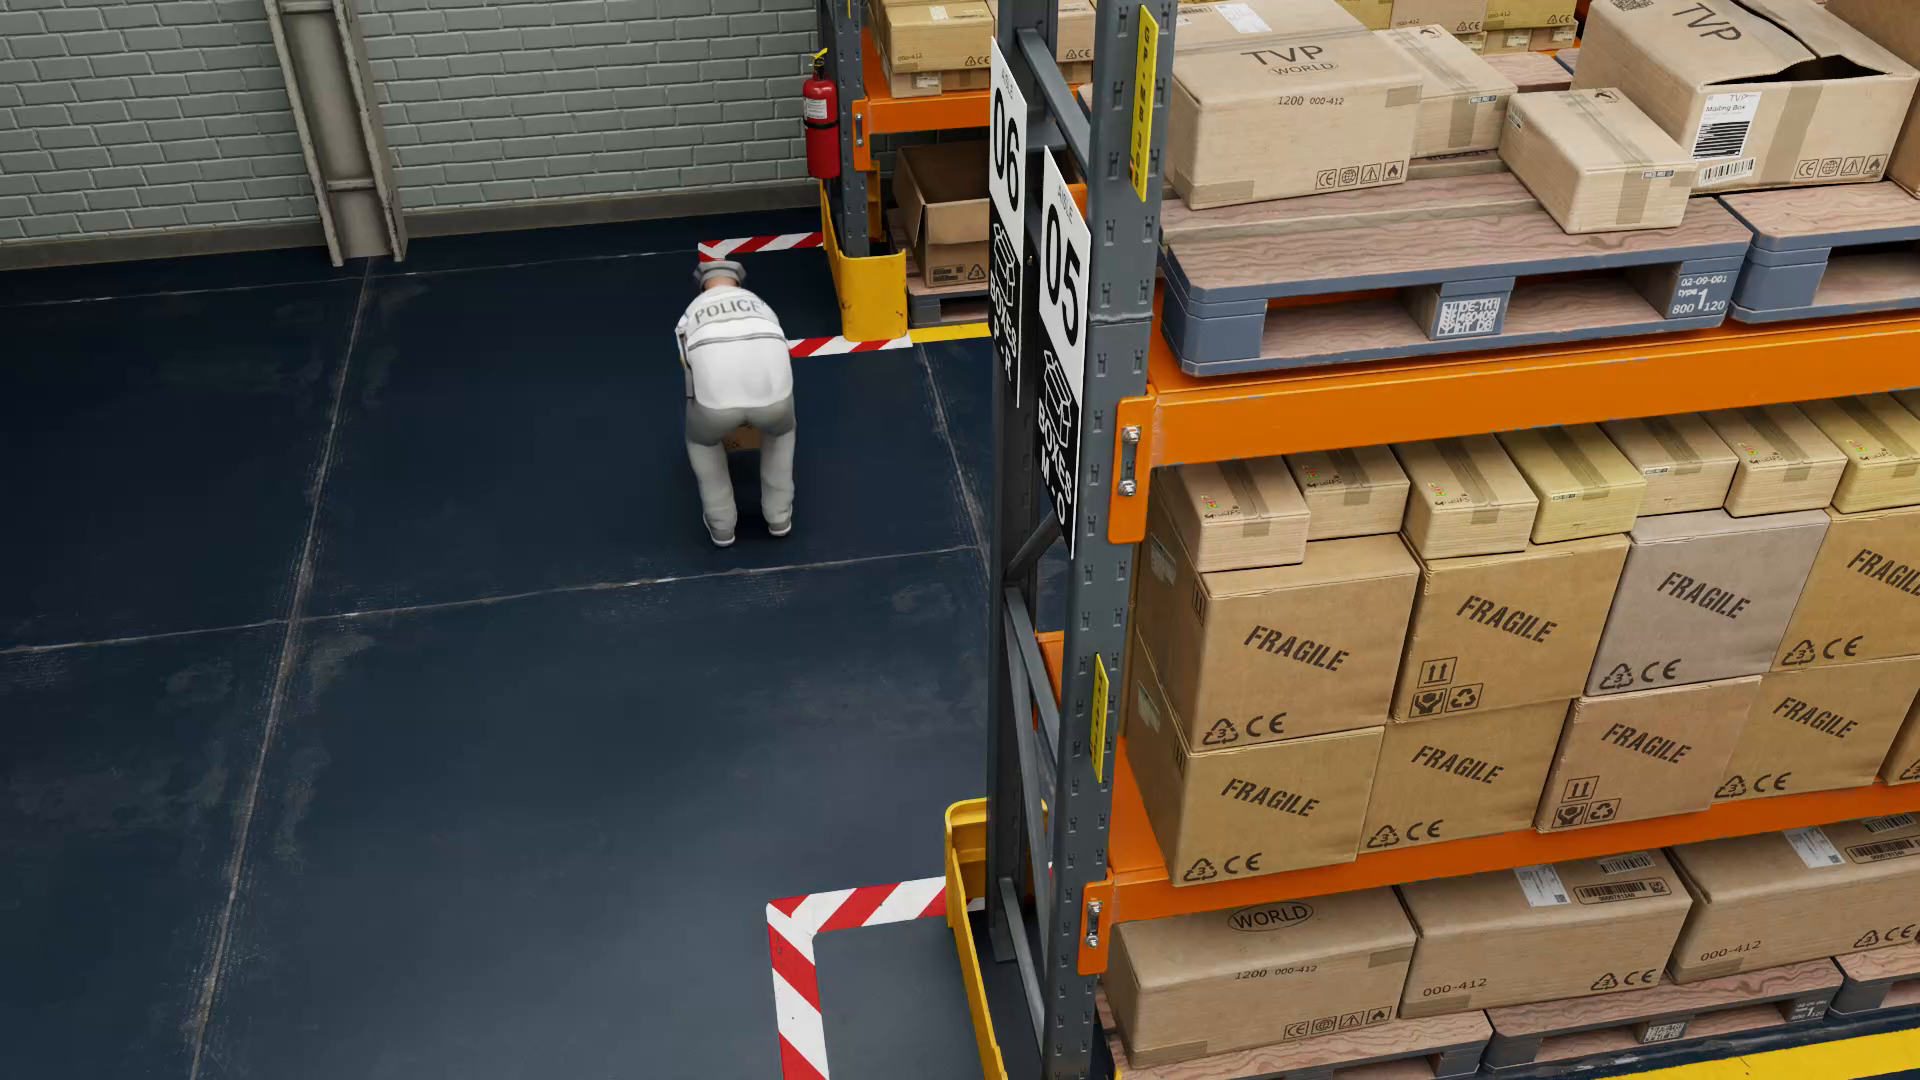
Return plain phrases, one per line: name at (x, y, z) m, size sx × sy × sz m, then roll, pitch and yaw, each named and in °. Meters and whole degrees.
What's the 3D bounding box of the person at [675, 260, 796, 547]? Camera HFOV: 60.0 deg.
person at (-0.999, -0.626, 7.471) m, size 0.489 × 1.091 × 1.045 m, roll -8°, pitch 39°, yaw -10°
